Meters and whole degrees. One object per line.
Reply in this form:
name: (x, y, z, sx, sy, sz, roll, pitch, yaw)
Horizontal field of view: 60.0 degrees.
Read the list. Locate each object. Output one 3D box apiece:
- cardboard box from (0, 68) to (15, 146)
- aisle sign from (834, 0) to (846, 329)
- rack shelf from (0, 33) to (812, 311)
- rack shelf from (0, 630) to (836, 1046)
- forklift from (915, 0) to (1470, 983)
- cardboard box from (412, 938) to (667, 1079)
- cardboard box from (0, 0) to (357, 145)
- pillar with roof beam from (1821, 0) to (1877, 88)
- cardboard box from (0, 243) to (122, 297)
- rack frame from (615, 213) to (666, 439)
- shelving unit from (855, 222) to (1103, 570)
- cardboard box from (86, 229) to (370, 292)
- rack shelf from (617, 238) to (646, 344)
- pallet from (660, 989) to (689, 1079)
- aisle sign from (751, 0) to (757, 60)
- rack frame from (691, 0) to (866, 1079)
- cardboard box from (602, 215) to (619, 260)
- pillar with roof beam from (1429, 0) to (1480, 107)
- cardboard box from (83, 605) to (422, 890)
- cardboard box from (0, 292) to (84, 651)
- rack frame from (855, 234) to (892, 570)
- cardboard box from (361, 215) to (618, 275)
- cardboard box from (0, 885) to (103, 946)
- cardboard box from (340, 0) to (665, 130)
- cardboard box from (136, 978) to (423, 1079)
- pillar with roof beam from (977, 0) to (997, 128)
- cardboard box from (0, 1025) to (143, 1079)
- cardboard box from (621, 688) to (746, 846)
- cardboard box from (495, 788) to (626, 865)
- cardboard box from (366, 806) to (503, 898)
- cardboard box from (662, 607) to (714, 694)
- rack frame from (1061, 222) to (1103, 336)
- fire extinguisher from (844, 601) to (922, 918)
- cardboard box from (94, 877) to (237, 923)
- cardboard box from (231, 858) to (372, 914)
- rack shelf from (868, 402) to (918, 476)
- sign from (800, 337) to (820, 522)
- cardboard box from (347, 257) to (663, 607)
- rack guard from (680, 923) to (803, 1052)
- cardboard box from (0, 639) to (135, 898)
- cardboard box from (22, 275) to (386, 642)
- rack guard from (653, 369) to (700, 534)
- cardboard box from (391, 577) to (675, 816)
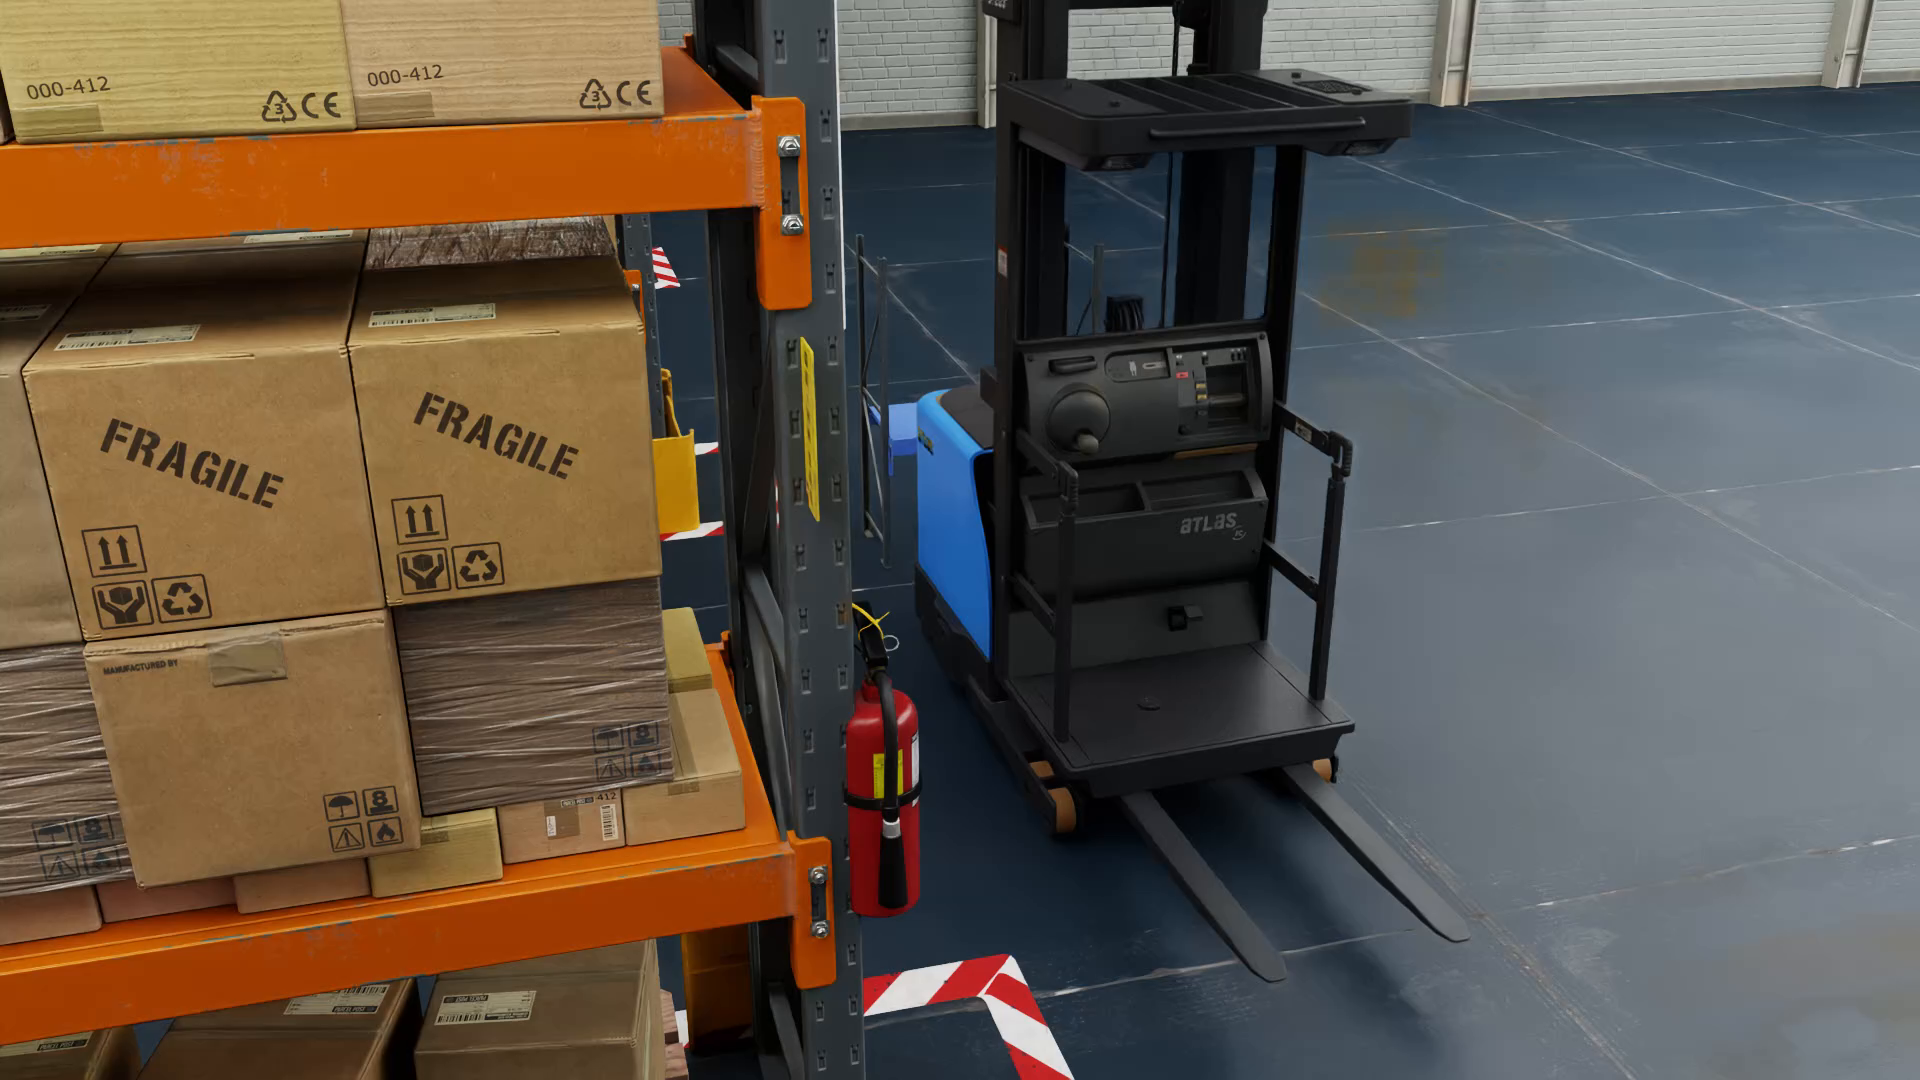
cardboard box: (-1.776, -0.792, 2.679, 0.500, 0.250, 0.500, -6, 24, -13)
aisle sign: (-0.265, -0.824, 3.069, 0.004, 0.787, 0.394, -6, 24, -14)
rack shelf: (-2.331, -0.571, 2.885, 4.000, 0.370, 1.077, -6, 24, -14)
rack shelf: (-2.331, 0.807, 3.477, 4.000, 0.370, 1.077, -6, 24, -14)
forklift: (0.737, -0.489, 5.673, 1.130, 2.935, 3.031, -7, 24, -16)
cardboard box: (-1.011, 1.280, 4.101, 0.500, 0.500, 0.500, -2, 23, -5)
cardboard box: (-1.281, -0.844, 2.799, 0.500, 0.250, 0.500, -6, 24, -14)
pillar with roof beam: (13.153, -8.691, 17.092, 0.400, 9.000, 9.100, -6, 24, -14)
cardboard box: (-1.973, -0.319, 3.417, 0.500, 0.500, 0.500, -6, 24, -14)
rack frame: (-1.648, -1.630, 8.245, 0.127, 3.000, 1.000, -6, 24, -14)
shelving unit: (0.082, -0.698, 7.975, 1.048, 1.500, 0.538, -6, 24, -14)
cardboard box: (-1.492, -0.373, 3.543, 0.500, 0.500, 0.500, -6, 24, -14)
rack shelf: (-3.573, -1.087, 7.890, 4.000, 0.370, 1.077, -6, 24, -14)
pallet: (-1.270, 1.626, 4.192, 1.213, 0.211, 1.003, -6, 24, -14)
aisle sign: (-0.427, -1.051, 3.600, 0.004, 0.787, 0.394, -6, 24, -14)
rack frame: (-0.405, 0.264, 3.831, 0.127, 3.000, 1.000, -6, 24, -14)
cardboard box: (-1.993, -1.642, 8.083, 0.550, 0.550, 0.875, -6, 24, -14)
pillar with roof beam: (7.376, -8.051, 15.602, 0.400, 9.000, 9.100, -6, 24, -14)
cardboard box: (-1.391, 0.228, 3.410, 0.500, 0.500, 0.875, -6, 24, -14)
cardboard box: (-1.830, -0.118, 2.950, 0.500, 0.500, 0.500, -6, 24, -14)
rack frame: (-0.407, -0.644, 7.849, 0.032, 1.500, 0.500, -6, 24, -14)
cardboard box: (-1.008, -0.423, 3.660, 0.500, 0.500, 0.500, -6, 24, -14)
cardboard box: (-1.823, 0.627, 3.303, 0.250, 0.149, 0.380, -6, 24, -14)
cardboard box: (-0.801, -0.898, 2.925, 0.500, 0.250, 0.500, -6, 24, -13)
cardboard box: (-1.577, 1.356, 3.923, 0.500, 0.500, 0.500, 0, 23, 0)
pillar with roof beam: (1.599, -7.412, 14.113, 0.400, 9.000, 9.100, -6, 24, -14)
cardboard box: (-2.185, 1.416, 3.784, 0.500, 0.500, 0.500, -4, 24, -9)
cardboard box: (-0.624, 0.488, 3.628, 0.250, 0.149, 0.380, -6, 24, -14)
cardboard box: (-0.865, 0.514, 3.566, 0.250, 0.149, 0.380, -6, 24, -14)
cardboard box: (-1.092, 0.560, 3.458, 0.250, 0.149, 0.380, -6, 24, -14)
cardboard box: (-0.744, 0.319, 4.021, 0.250, 0.149, 0.380, -6, 24, -14)
rack frame: (0.572, -0.752, 8.102, 0.032, 1.500, 0.500, -6, 24, -14)
fire extinguisher: (-0.171, 0.462, 3.467, 0.183, 0.674, 0.296, -6, 24, -14)
cardboard box: (-1.588, 0.592, 3.385, 0.250, 0.149, 0.380, -6, 24, -14)
cardboard box: (-1.336, 0.581, 3.410, 0.250, 0.149, 0.380, -6, 24, -14)
rack shelf: (0.082, -0.533, 8.046, 1.000, 0.185, 0.538, -6, 24, -14)
sign: (-0.275, -0.201, 3.045, 0.005, 0.325, 0.100, -6, 24, -14)
cardboard box: (-0.868, -0.226, 3.201, 0.500, 0.500, 0.500, -6, 24, -14)
rack guard: (-0.478, 1.421, 4.305, 0.348, 0.500, 1.175, -6, 24, -14)
cardboard box: (-1.884, 0.265, 3.325, 0.500, 0.500, 0.875, -6, 24, -14)
cardboard box: (-1.348, -0.171, 3.071, 0.500, 0.500, 0.500, -6, 24, -14)
rack guard: (-1.625, -0.484, 8.744, 0.348, 0.500, 1.175, -6, 24, -14)
cardboard box: (-0.942, 0.129, 3.641, 0.500, 0.500, 0.875, -6, 24, -14)
